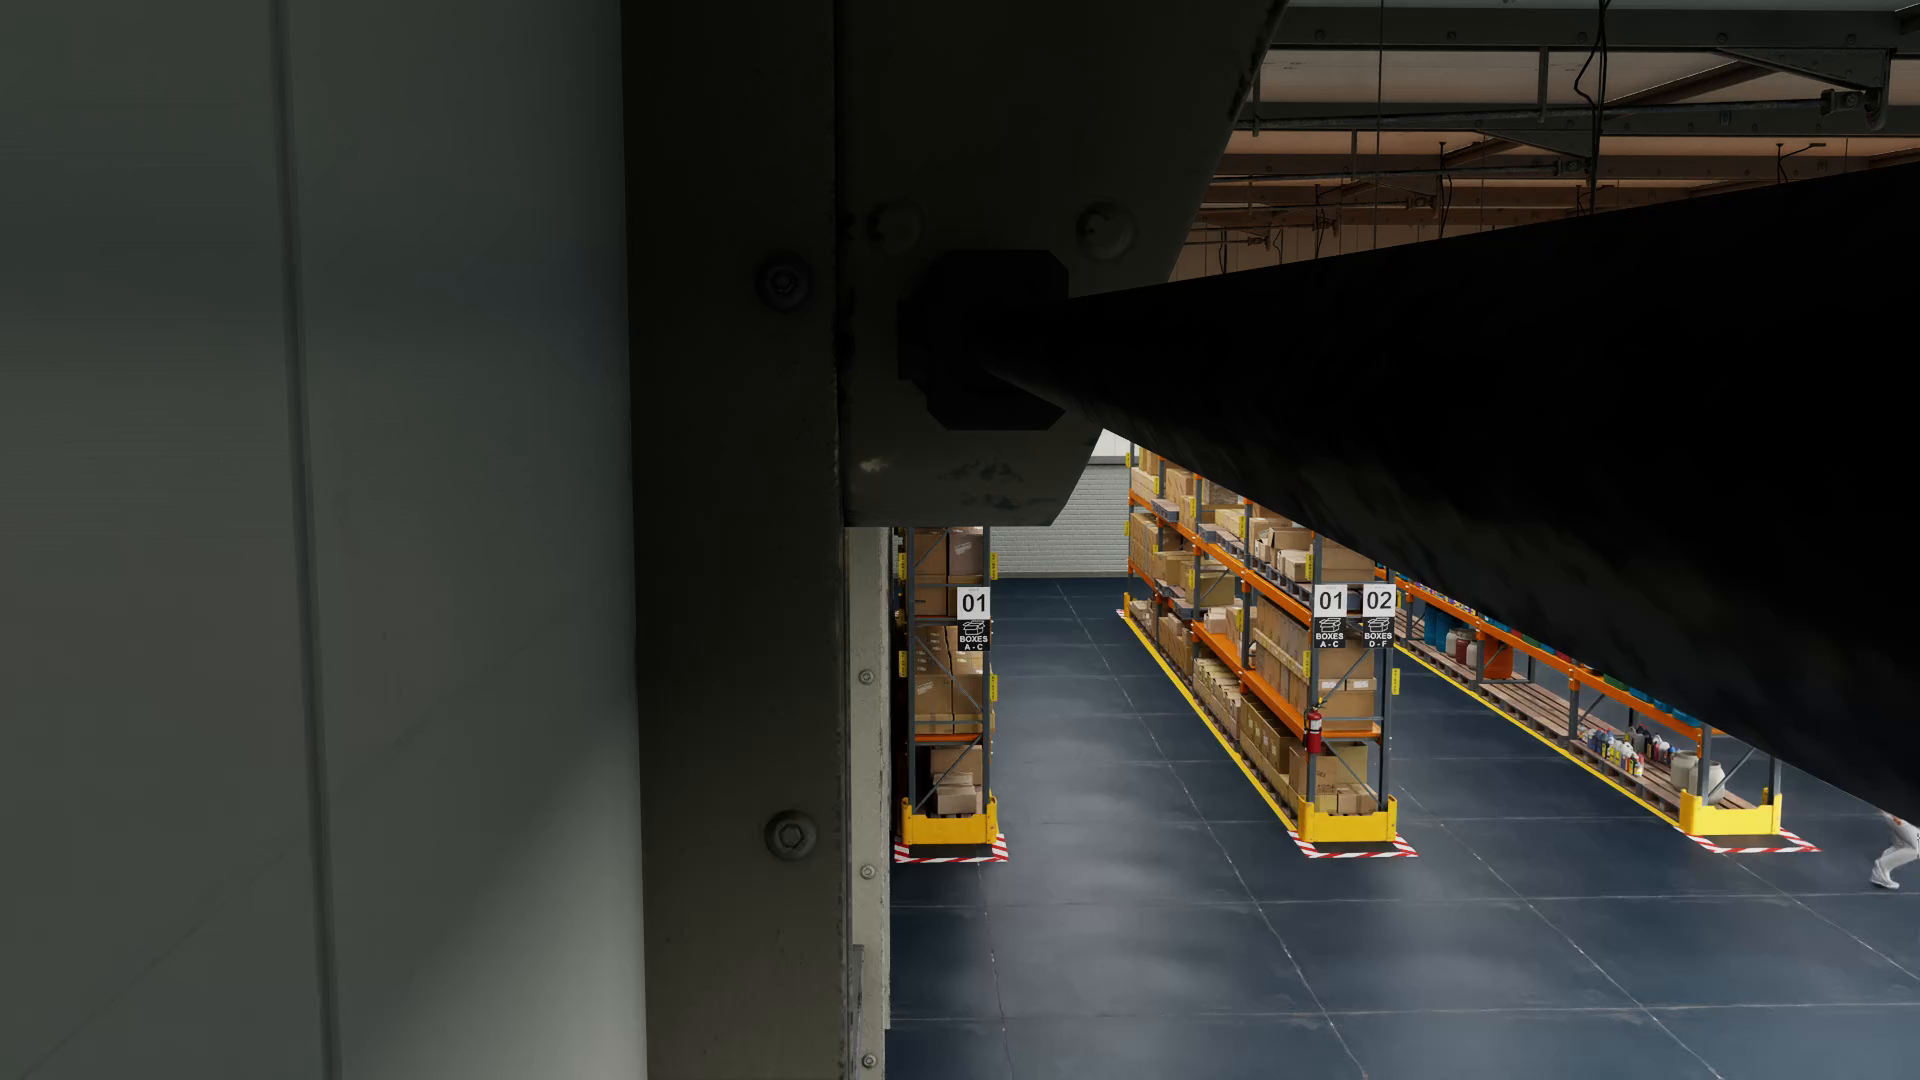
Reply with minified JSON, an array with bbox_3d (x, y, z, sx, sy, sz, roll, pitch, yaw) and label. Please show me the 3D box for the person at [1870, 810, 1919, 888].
[{"bbox_3d":[10.622,3.123,18.723,0.568,1.654,0.562,4,9,31],"label":"person"}]
